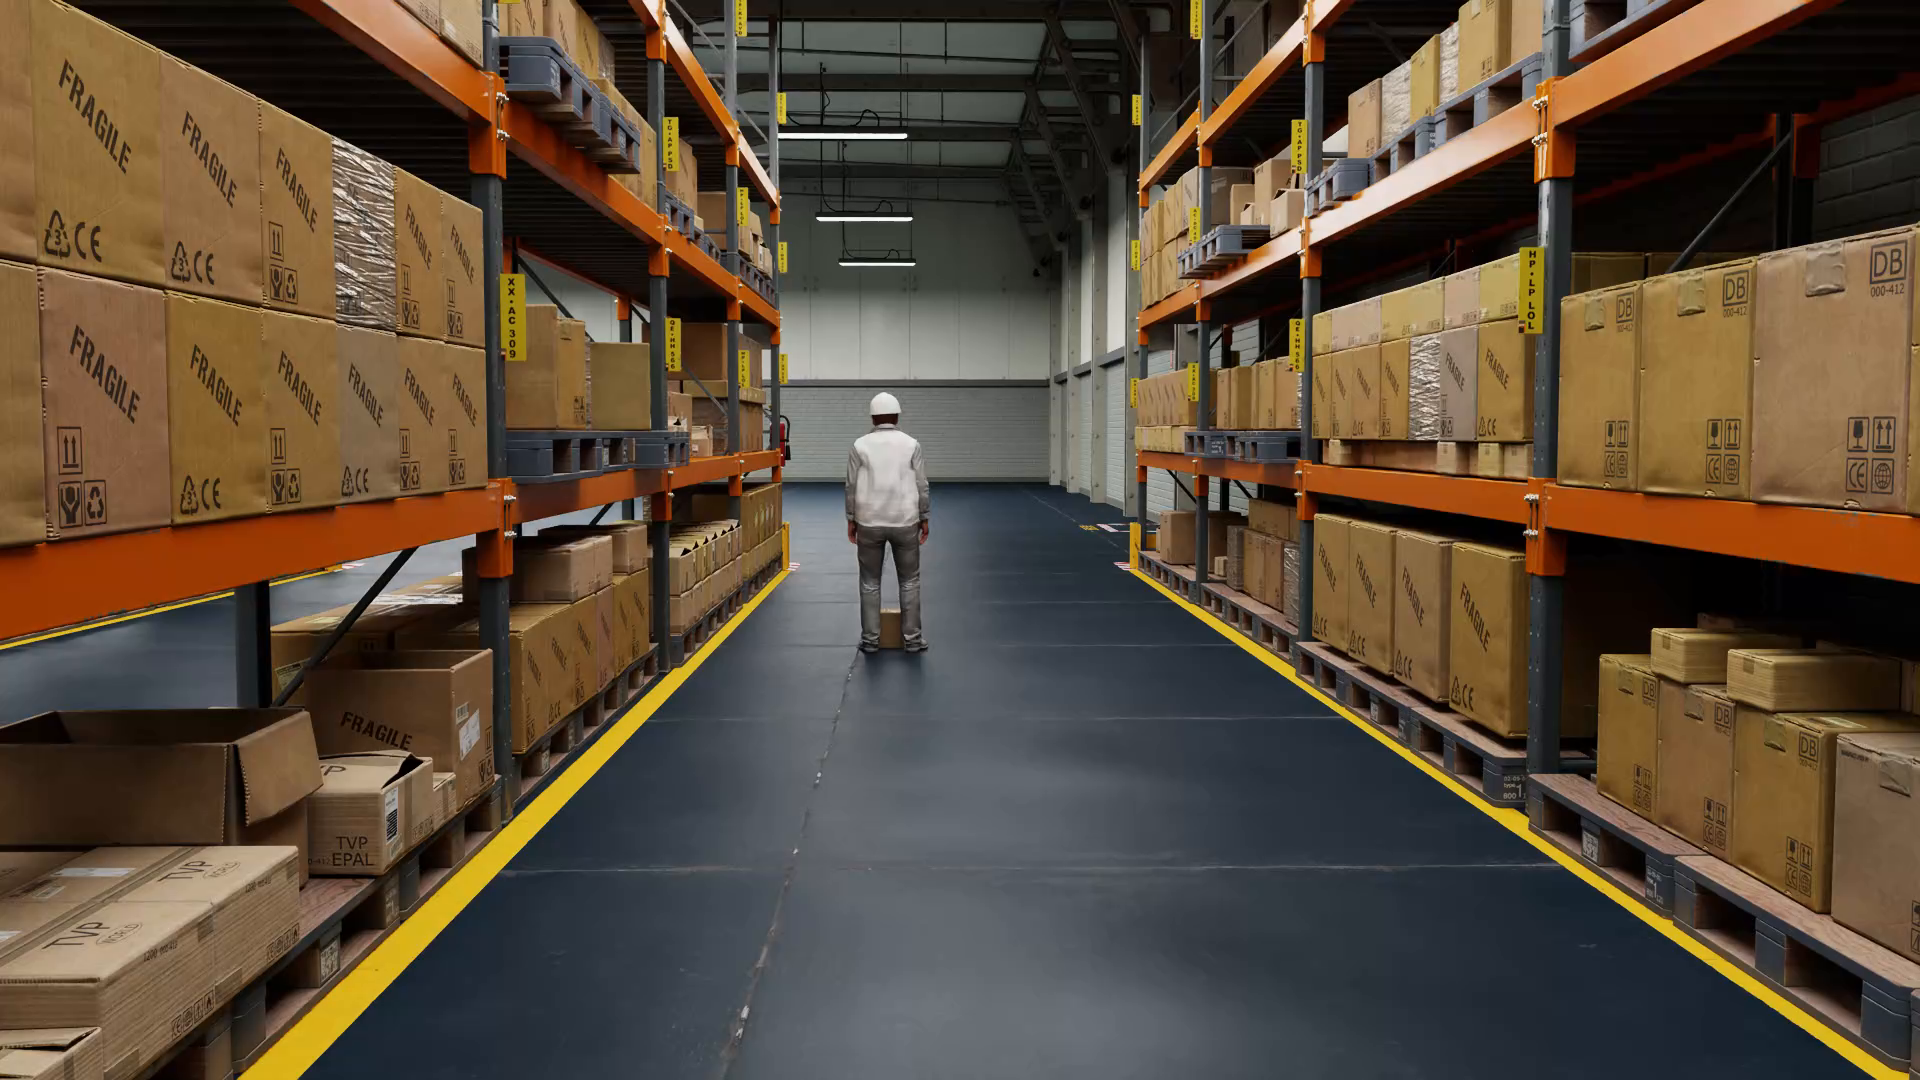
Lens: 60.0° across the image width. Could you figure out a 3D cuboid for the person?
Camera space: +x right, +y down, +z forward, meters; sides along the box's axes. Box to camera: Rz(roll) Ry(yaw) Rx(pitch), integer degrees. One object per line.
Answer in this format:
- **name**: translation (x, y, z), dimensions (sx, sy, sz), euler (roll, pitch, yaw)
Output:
- **person**: translation (-0.495, -0.119, 11.386), dimensions (0.579, 1.767, 0.465), euler (0, 4, -2)
